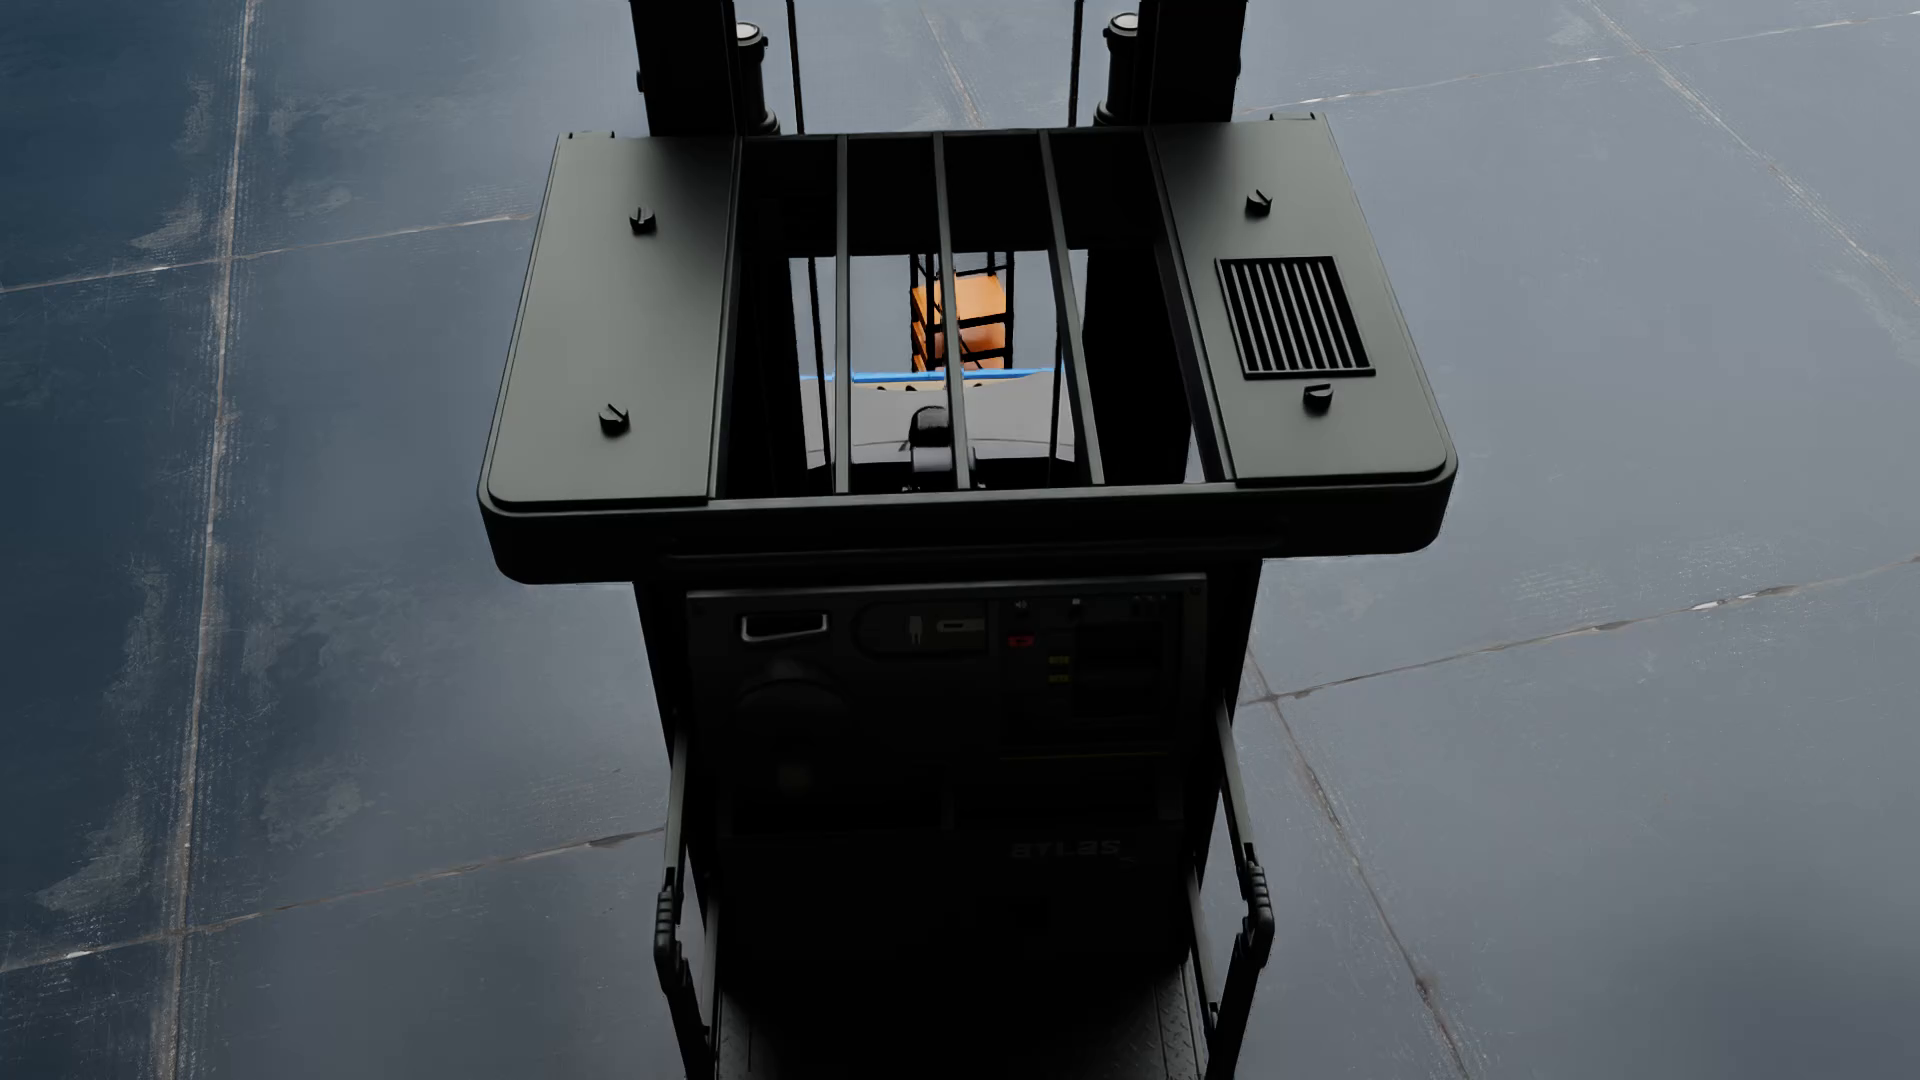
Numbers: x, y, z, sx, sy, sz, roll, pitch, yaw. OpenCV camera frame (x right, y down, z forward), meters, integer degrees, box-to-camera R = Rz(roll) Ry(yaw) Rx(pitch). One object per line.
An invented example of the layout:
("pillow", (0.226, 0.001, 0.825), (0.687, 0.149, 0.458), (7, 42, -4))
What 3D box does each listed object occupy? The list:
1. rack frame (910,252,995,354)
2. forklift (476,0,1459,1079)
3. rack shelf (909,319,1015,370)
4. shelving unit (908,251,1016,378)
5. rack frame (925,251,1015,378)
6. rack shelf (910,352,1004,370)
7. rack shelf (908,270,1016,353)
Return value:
("rack frame", (-0.020, -0.473, 4.874), (0.240, 1.200, 0.006), (-11, 47, -10))
("forklift", (-0.007, 0.348, 2.857), (1.130, 2.935, 3.031), (-2, 46, -2))
("rack shelf", (0.004, -0.547, 4.672), (0.258, 0.103, 0.180), (-11, 47, -10))
("shelving unit", (0.004, -0.410, 4.812), (0.258, 1.200, 0.189), (-11, 47, -10))
("rack frame", (0.027, -0.347, 4.750), (0.240, 1.200, 0.006), (-11, 47, -10))
("rack shelf", (0.004, -0.463, 4.758), (0.258, 0.103, 0.180), (-11, 47, -10))
("rack shelf", (0.004, -0.631, 4.586), (0.258, 0.103, 0.180), (-11, 47, -10))
